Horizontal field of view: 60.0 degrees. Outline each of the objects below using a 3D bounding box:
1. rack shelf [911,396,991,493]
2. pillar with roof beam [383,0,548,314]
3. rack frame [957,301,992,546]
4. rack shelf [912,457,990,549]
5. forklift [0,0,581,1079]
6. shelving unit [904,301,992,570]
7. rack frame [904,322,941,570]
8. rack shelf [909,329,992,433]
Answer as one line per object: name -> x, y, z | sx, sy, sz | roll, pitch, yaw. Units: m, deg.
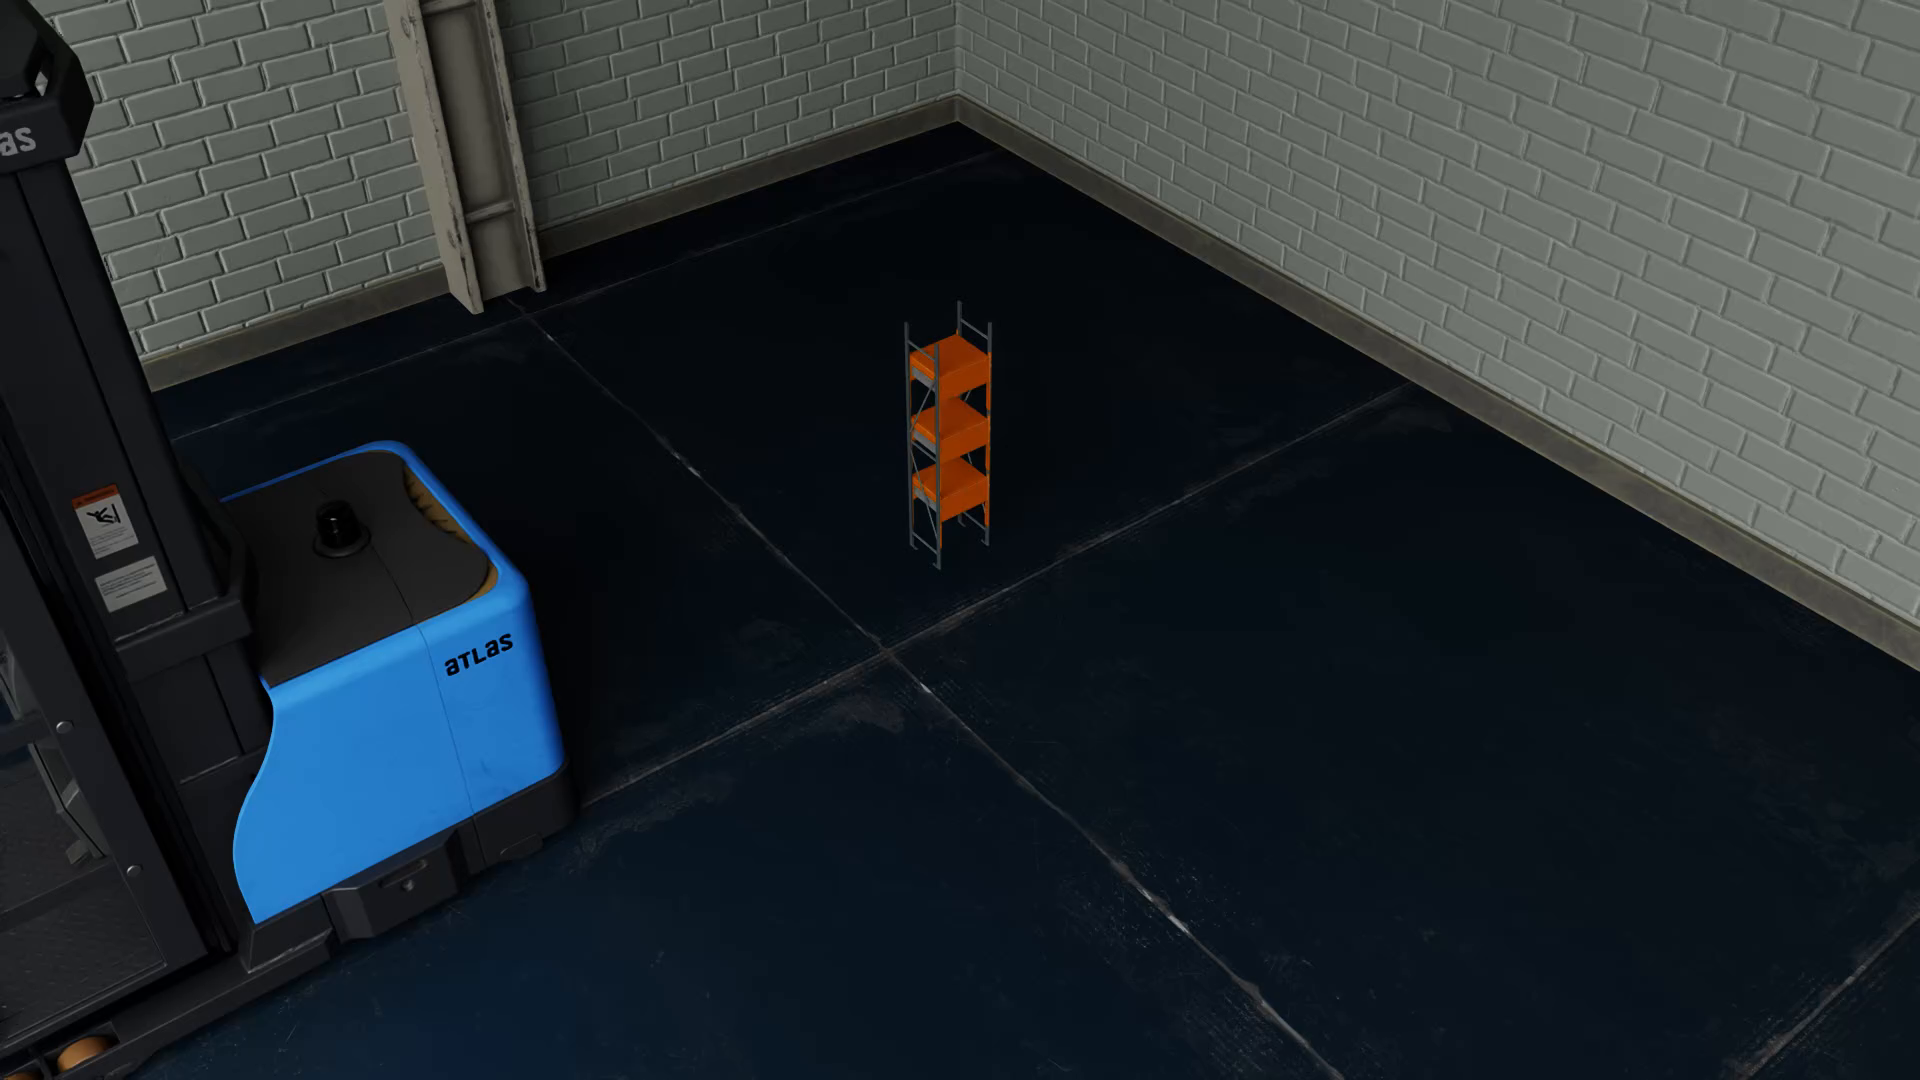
rack shelf -> -0.042, -0.377, 6.399 | 0.240, 0.259, 0.215 | -26, 46, -28
pillar with roof beam -> 0.324, -2.563, 2.779 | 0.400, 9.000, 9.100 | -26, 46, -28
rack frame -> 0.054, -0.432, 6.449 | 0.008, 1.050, 0.200 | -26, 46, -28
rack shelf -> -0.042, -0.162, 6.575 | 0.240, 0.259, 0.215 | -26, 46, -28
forklift -> -2.740, 0.158, 4.246 | 3.031, 2.935, 1.130 | -26, 46, -28
shelving unit -> -0.042, -0.385, 6.392 | 0.252, 1.050, 0.215 | -26, 46, -28
rack frame -> -0.139, -0.338, 6.334 | 0.008, 1.050, 0.200 | -26, 46, -28
rack shelf -> -0.042, -0.596, 6.219 | 0.240, 0.259, 0.215 | -26, 46, -28
